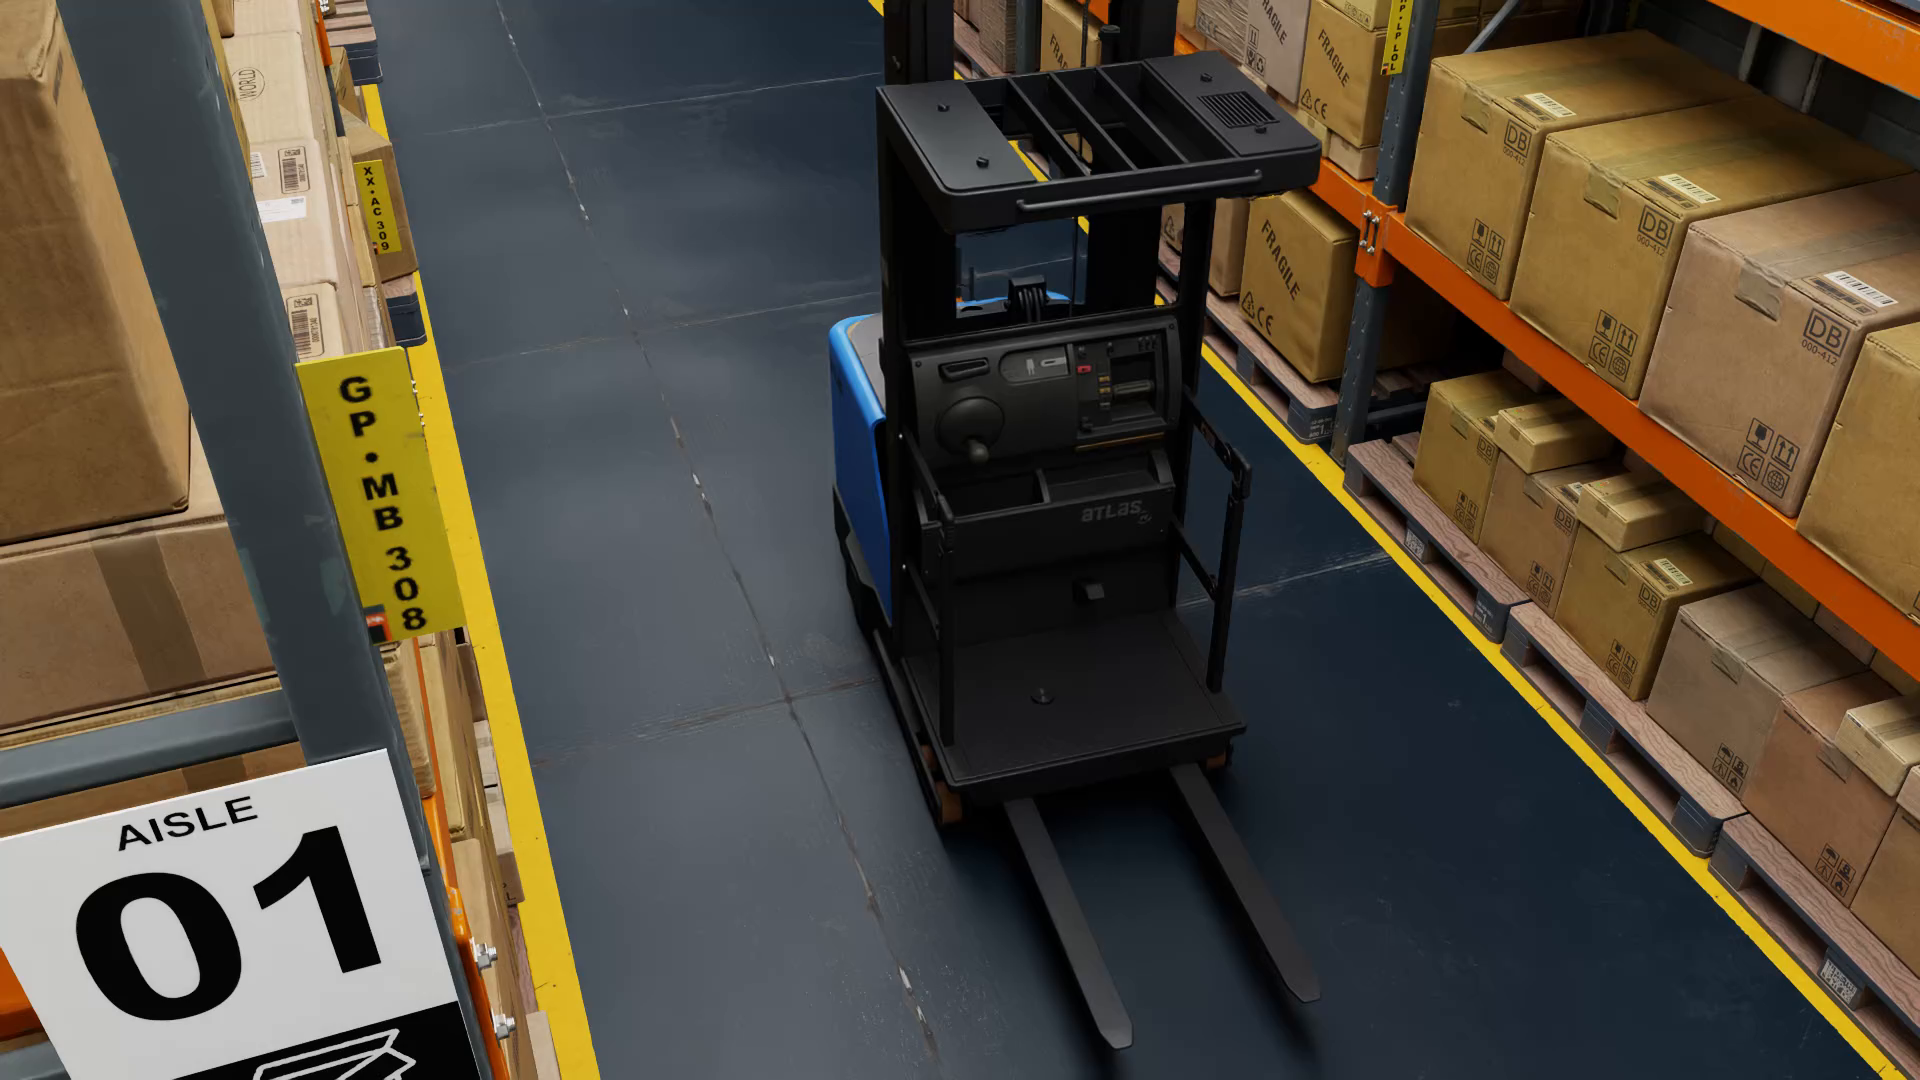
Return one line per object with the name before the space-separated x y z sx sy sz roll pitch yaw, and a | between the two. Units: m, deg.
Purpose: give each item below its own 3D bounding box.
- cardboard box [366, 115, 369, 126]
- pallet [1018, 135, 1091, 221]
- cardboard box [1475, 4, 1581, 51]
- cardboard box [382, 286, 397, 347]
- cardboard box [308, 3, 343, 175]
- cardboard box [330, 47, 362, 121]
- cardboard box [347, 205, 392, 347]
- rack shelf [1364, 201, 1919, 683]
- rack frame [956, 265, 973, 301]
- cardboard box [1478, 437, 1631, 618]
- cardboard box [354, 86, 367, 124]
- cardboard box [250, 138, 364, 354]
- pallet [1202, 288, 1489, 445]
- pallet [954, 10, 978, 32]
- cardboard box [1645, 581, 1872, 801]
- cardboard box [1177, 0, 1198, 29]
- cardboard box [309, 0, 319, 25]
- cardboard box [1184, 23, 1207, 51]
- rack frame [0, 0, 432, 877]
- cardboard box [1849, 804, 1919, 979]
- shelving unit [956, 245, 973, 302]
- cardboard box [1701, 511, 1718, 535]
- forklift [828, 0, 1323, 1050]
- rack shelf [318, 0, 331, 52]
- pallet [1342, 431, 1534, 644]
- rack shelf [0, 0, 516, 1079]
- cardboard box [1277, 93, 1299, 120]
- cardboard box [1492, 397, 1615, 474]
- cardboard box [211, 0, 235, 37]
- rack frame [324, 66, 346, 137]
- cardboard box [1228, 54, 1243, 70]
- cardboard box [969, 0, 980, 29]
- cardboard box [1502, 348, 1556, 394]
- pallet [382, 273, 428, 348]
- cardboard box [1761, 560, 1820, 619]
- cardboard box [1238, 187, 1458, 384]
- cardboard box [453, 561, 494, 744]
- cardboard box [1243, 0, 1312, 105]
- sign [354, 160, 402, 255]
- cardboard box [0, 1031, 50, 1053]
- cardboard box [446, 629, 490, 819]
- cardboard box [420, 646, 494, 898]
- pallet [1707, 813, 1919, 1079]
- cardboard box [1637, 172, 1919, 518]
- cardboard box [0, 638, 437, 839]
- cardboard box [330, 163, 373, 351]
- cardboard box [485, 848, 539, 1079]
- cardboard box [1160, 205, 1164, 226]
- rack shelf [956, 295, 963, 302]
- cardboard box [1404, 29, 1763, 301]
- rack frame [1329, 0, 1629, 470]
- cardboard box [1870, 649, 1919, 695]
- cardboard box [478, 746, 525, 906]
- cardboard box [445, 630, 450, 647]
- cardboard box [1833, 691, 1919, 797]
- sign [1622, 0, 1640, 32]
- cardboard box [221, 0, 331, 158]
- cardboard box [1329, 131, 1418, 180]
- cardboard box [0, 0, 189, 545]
cardboard box | -3.715 -2.320 9.773 0.500 0.250 0.500 -13 39 -16
pallet | 1.039 -2.347 10.190 1.003 0.211 1.213 -12 39 -16
cardboard box | 2.294 -2.140 7.252 0.500 0.500 0.500 -14 39 -17
cardboard box | -2.021 -0.445 5.264 0.500 0.500 0.500 -12 39 -15
cardboard box | -1.675 -0.987 3.699 0.500 0.250 0.500 -12 39 -16
cardboard box | -2.684 -1.531 6.357 0.700 0.500 0.500 -7 37 -9
cardboard box | -1.839 -0.552 4.576 0.500 0.500 0.500 -13 39 -17
rack shelf | 2.904 -0.245 5.679 1.077 0.370 4.000 -12 39 -16
rack frame | -0.062 -0.614 7.068 0.240 1.200 0.006 -10 38 -13
cardboard box | 2.546 -0.103 6.622 0.700 0.500 0.500 -13 39 -16
cardboard box | -3.715 -2.544 9.604 0.500 0.311 0.500 -11 38 -14
cardboard box | -1.156 -0.340 2.425 0.500 0.250 0.500 -12 39 -16
pallet | 1.879 -0.968 8.360 1.003 0.211 1.213 -12 39 -16
pallet | 0.155 -3.937 12.302 1.003 0.211 1.213 -12 39 -16
cardboard box | 2.911 0.487 5.839 0.700 0.500 0.500 -14 39 -17
cardboard box | 1.293 -2.890 8.246 0.500 0.500 0.500 -11 38 -15
cardboard box | -2.017 -1.553 4.450 0.500 0.250 0.500 -12 39 -16
cardboard box | 1.357 -2.581 8.375 0.380 0.149 0.250 -11 38 -15
rack frame | -1.058 -0.771 0.794 1.000 3.000 0.127 -12 39 -16
cardboard box | 3.257 1.054 5.086 0.700 0.500 0.500 -12 39 -16
shelving unit | -0.087 -0.667 7.138 0.258 1.200 0.189 -10 38 -13
cardboard box | 2.874 -0.181 6.186 0.380 0.149 0.250 -12 39 -15
forklift | 0.356 -0.424 5.377 1.130 2.935 3.031 -10 38 -13
rack shelf | -3.123 -2.675 6.412 1.077 0.370 4.000 -12 39 -16
pallet | 2.404 -0.102 7.210 1.003 0.211 1.213 -12 39 -16
rack shelf | -1.746 -0.415 3.413 1.077 0.370 4.000 -12 39 -16
cardboard box | 1.677 -1.995 7.598 0.380 0.149 0.250 -11 38 -15
cardboard box | 2.323 -0.415 6.497 0.380 0.149 0.250 -11 38 -14
cardboard box | -1.700 -1.161 2.890 0.700 0.500 0.500 -12 39 -16
rack frame | -2.434 -0.634 5.599 1.000 3.000 0.127 -12 39 -16
cardboard box | 1.510 -2.284 7.981 0.380 0.149 0.250 -12 39 -16
cardboard box | 0.474 -3.810 11.526 0.700 0.500 0.500 -13 39 -16
cardboard box | 2.513 -0.769 6.968 0.380 0.149 0.250 -13 39 -16
pallet | -2.607 -1.031 6.286 1.003 0.211 1.213 -12 39 -16
cardboard box | 3.050 0.108 5.803 0.380 0.149 0.250 -12 39 -15
cardboard box | 1.870 -1.311 7.935 0.750 0.750 0.750 -12 39 -15
cardboard box | -1.972 0.452 5.869 0.500 0.500 0.500 -12 39 -16
cardboard box | 1.635 -2.323 7.494 0.500 0.500 0.500 -12 39 -16
sign | -1.928 -1.096 5.493 0.100 0.325 0.005 -12 39 -16
cardboard box | -1.469 0.992 2.526 0.500 0.500 0.500 -13 39 -16
cardboard box | -1.486 0.423 4.112 0.500 0.500 0.500 -12 39 -15
cardboard box | -1.150 0.587 3.063 0.500 0.500 0.500 -12 39 -15
pallet | 3.243 1.276 5.380 1.003 0.211 1.213 -12 39 -16
cardboard box | 2.892 -0.649 5.369 0.980 0.700 0.700 -14 39 -18
cardboard box | -0.996 0.145 2.196 0.500 0.250 0.500 -12 39 -16
cardboard box | -1.330 -0.423 2.949 0.500 0.250 0.500 -12 39 -16
cardboard box | -1.146 0.990 3.359 0.500 0.500 0.500 -13 39 -16
cardboard box | 1.264 -2.292 9.237 0.750 0.750 0.750 -13 39 -16
rack shelf | -0.087 -0.919 6.948 0.258 0.103 0.180 -10 38 -13
cardboard box | 2.387 -1.472 6.461 0.980 0.700 0.700 -12 39 -15
rack frame | 2.215 -1.662 6.963 1.000 3.000 0.127 -12 39 -16
cardboard box | 3.227 0.397 5.420 0.380 0.149 0.250 -12 39 -16
cardboard box | -1.714 0.951 5.363 0.500 0.311 0.500 -12 39 -16
cardboard box | -1.493 0.017 3.820 0.500 0.500 0.500 -13 39 -16
cardboard box | 2.953 0.616 5.129 0.380 0.149 0.250 -11 38 -15
sign | 2.736 -2.155 6.832 0.100 0.325 0.005 -12 39 -16
cardboard box | -1.502 -0.905 3.174 0.500 0.250 0.500 -12 39 -16
cardboard box | 1.833 -1.702 7.208 0.380 0.149 0.250 -12 39 -16
cardboard box | -1.250 -0.299 1.746 0.700 0.500 0.500 -12 39 -16
